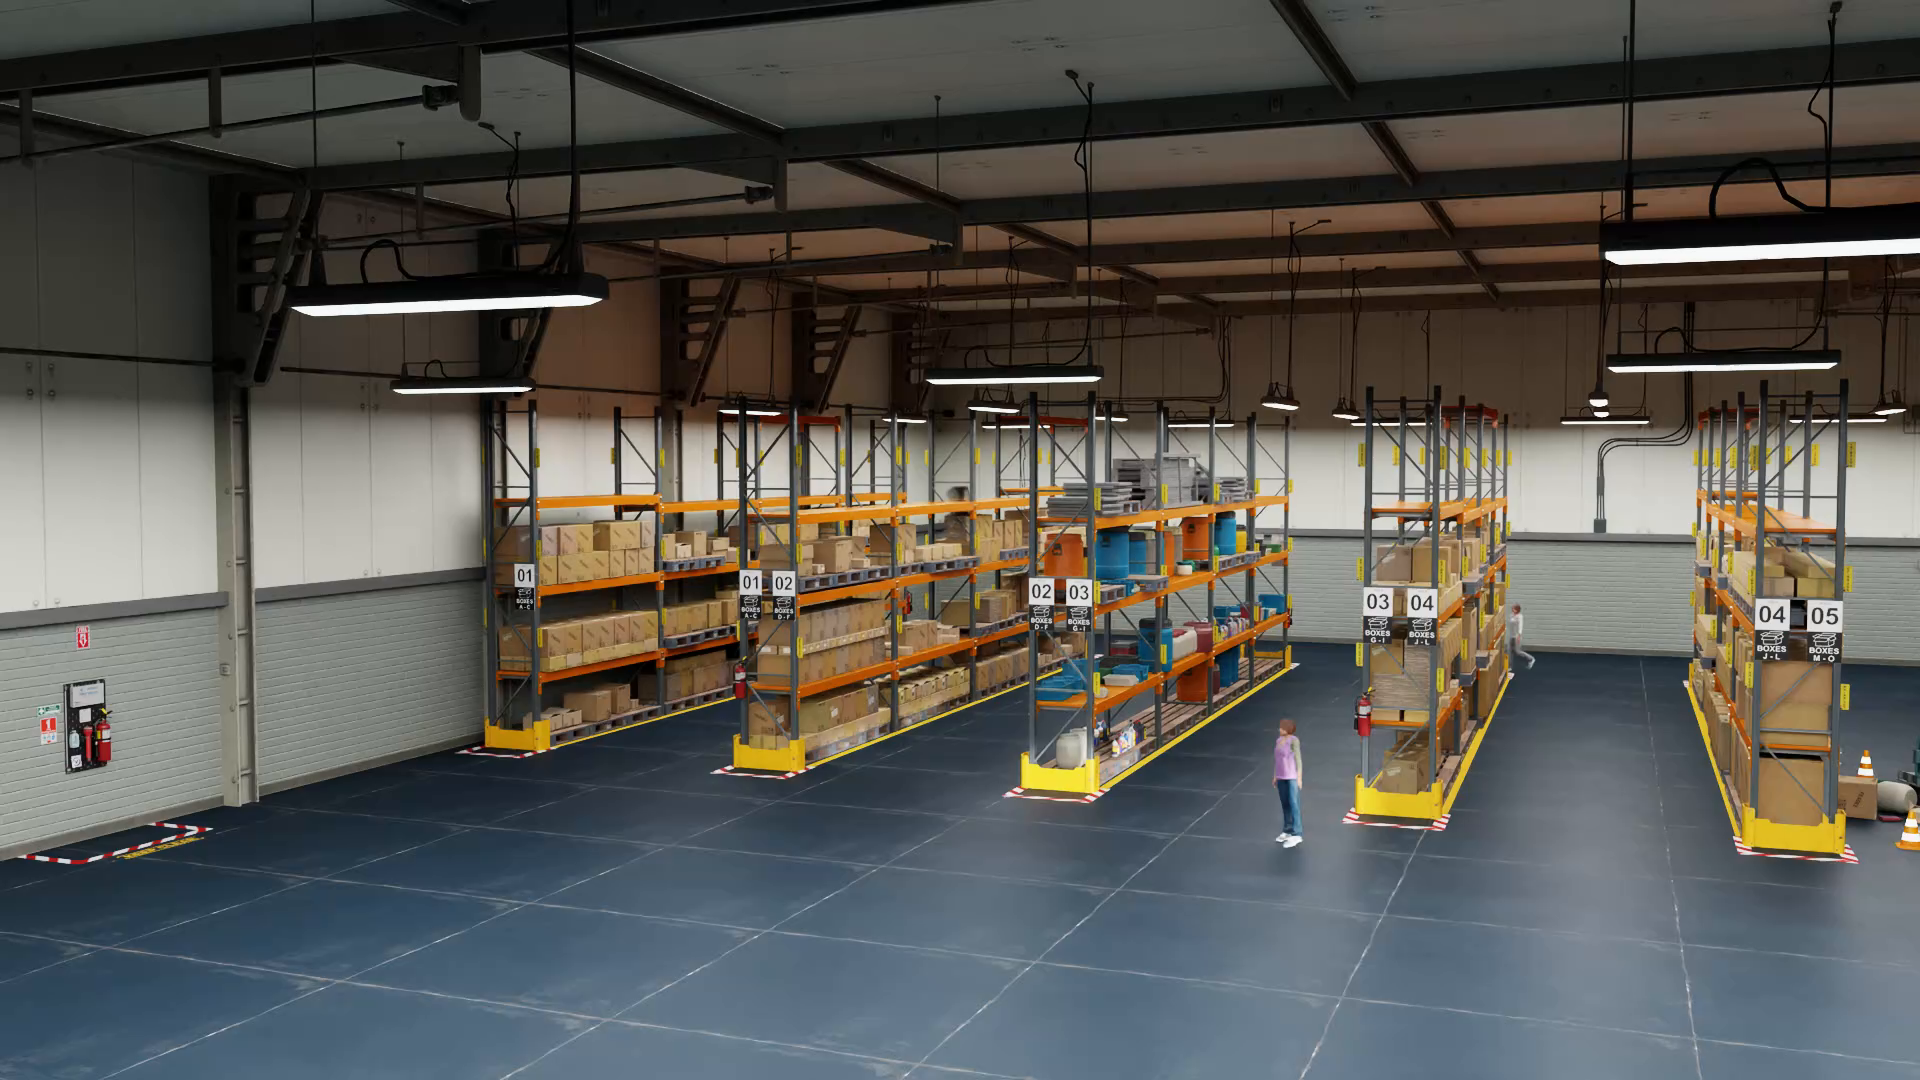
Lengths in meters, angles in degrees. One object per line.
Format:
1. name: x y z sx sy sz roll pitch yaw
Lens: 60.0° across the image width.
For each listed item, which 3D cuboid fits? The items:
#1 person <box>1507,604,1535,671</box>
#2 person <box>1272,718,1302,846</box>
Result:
1. person: 13.070 2.284 39.002 0.754 1.586 0.428 0 3 -10
2. person: 4.256 3.132 21.651 0.382 1.611 0.508 -2 3 -28
